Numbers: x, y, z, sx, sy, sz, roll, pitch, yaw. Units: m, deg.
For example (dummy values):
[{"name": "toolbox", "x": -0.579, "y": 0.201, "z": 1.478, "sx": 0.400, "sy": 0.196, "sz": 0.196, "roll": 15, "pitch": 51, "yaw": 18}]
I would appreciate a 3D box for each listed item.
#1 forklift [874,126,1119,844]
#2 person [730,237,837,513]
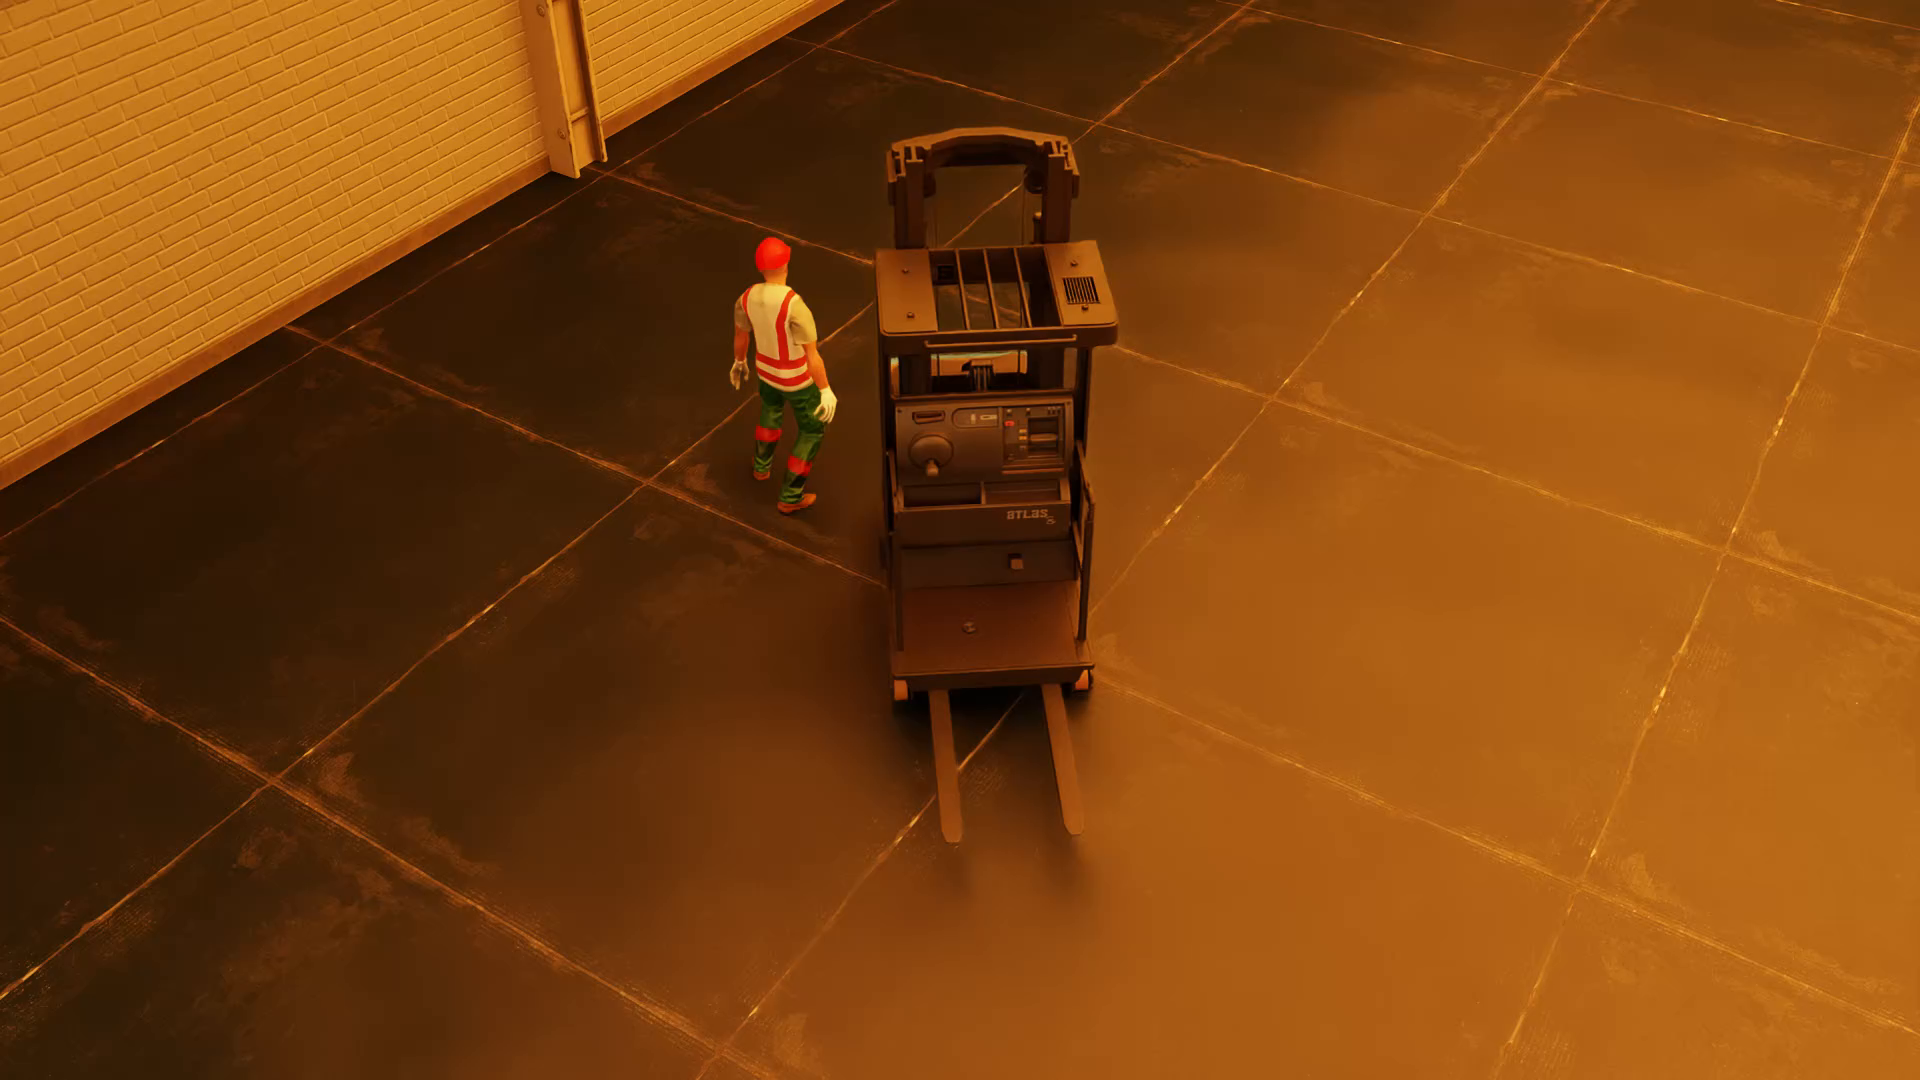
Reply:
[{"name": "forklift", "x": 0.148, "y": -0.458, "z": 8.507, "sx": 1.130, "sy": 2.935, "sz": 3.031, "roll": -3, "pitch": 40, "yaw": -3}, {"name": "person", "x": -1.053, "y": -0.969, "z": 10.084, "sx": 0.871, "sy": 1.749, "sz": 0.495, "roll": 28, "pitch": 48, "yaw": 29}]
